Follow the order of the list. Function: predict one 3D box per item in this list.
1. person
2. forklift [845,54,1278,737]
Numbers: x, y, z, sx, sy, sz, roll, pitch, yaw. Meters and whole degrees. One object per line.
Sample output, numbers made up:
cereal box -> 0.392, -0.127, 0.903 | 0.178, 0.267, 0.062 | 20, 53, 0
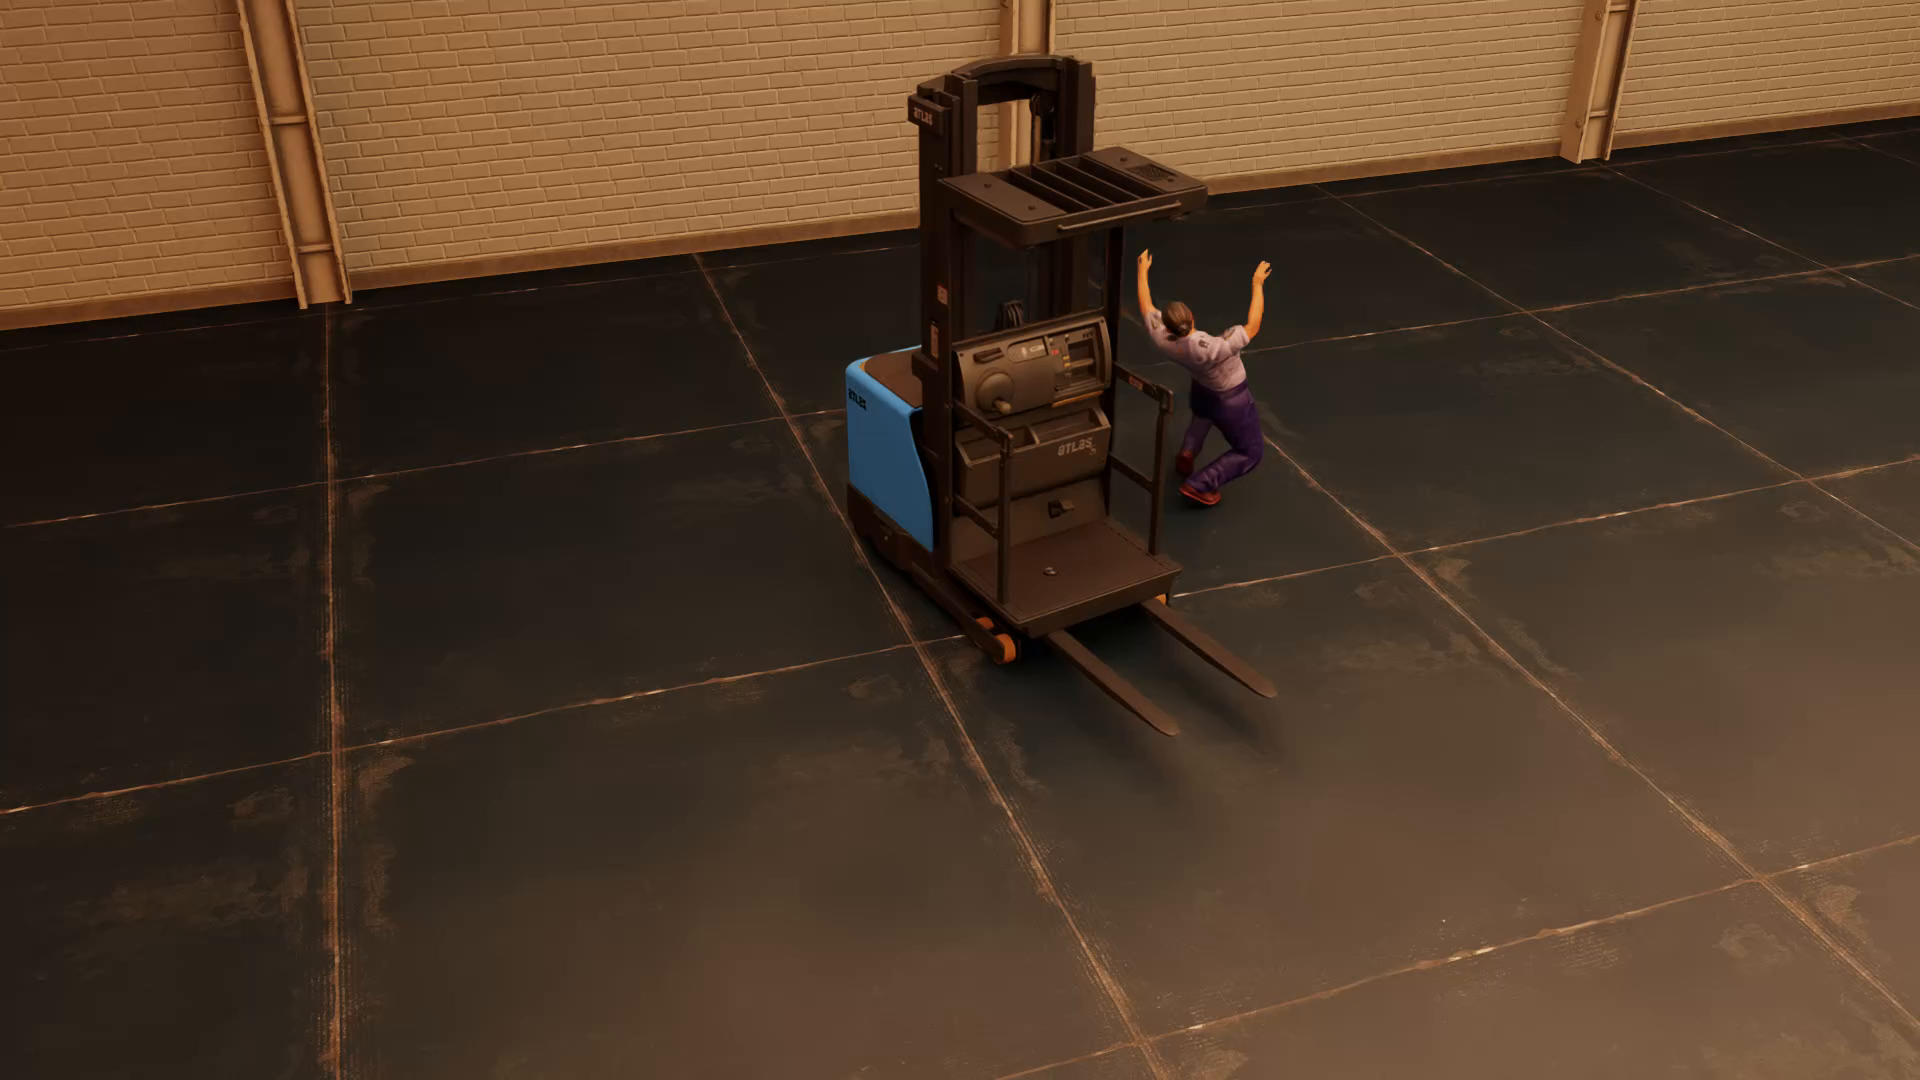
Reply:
person -> 1.455, -1.017, 10.247 | 0.751, 1.580, 0.956 | -20, 35, -31
forklift -> 0.509, -0.871, 8.601 | 1.130, 2.935, 3.031 | -17, 34, -27
